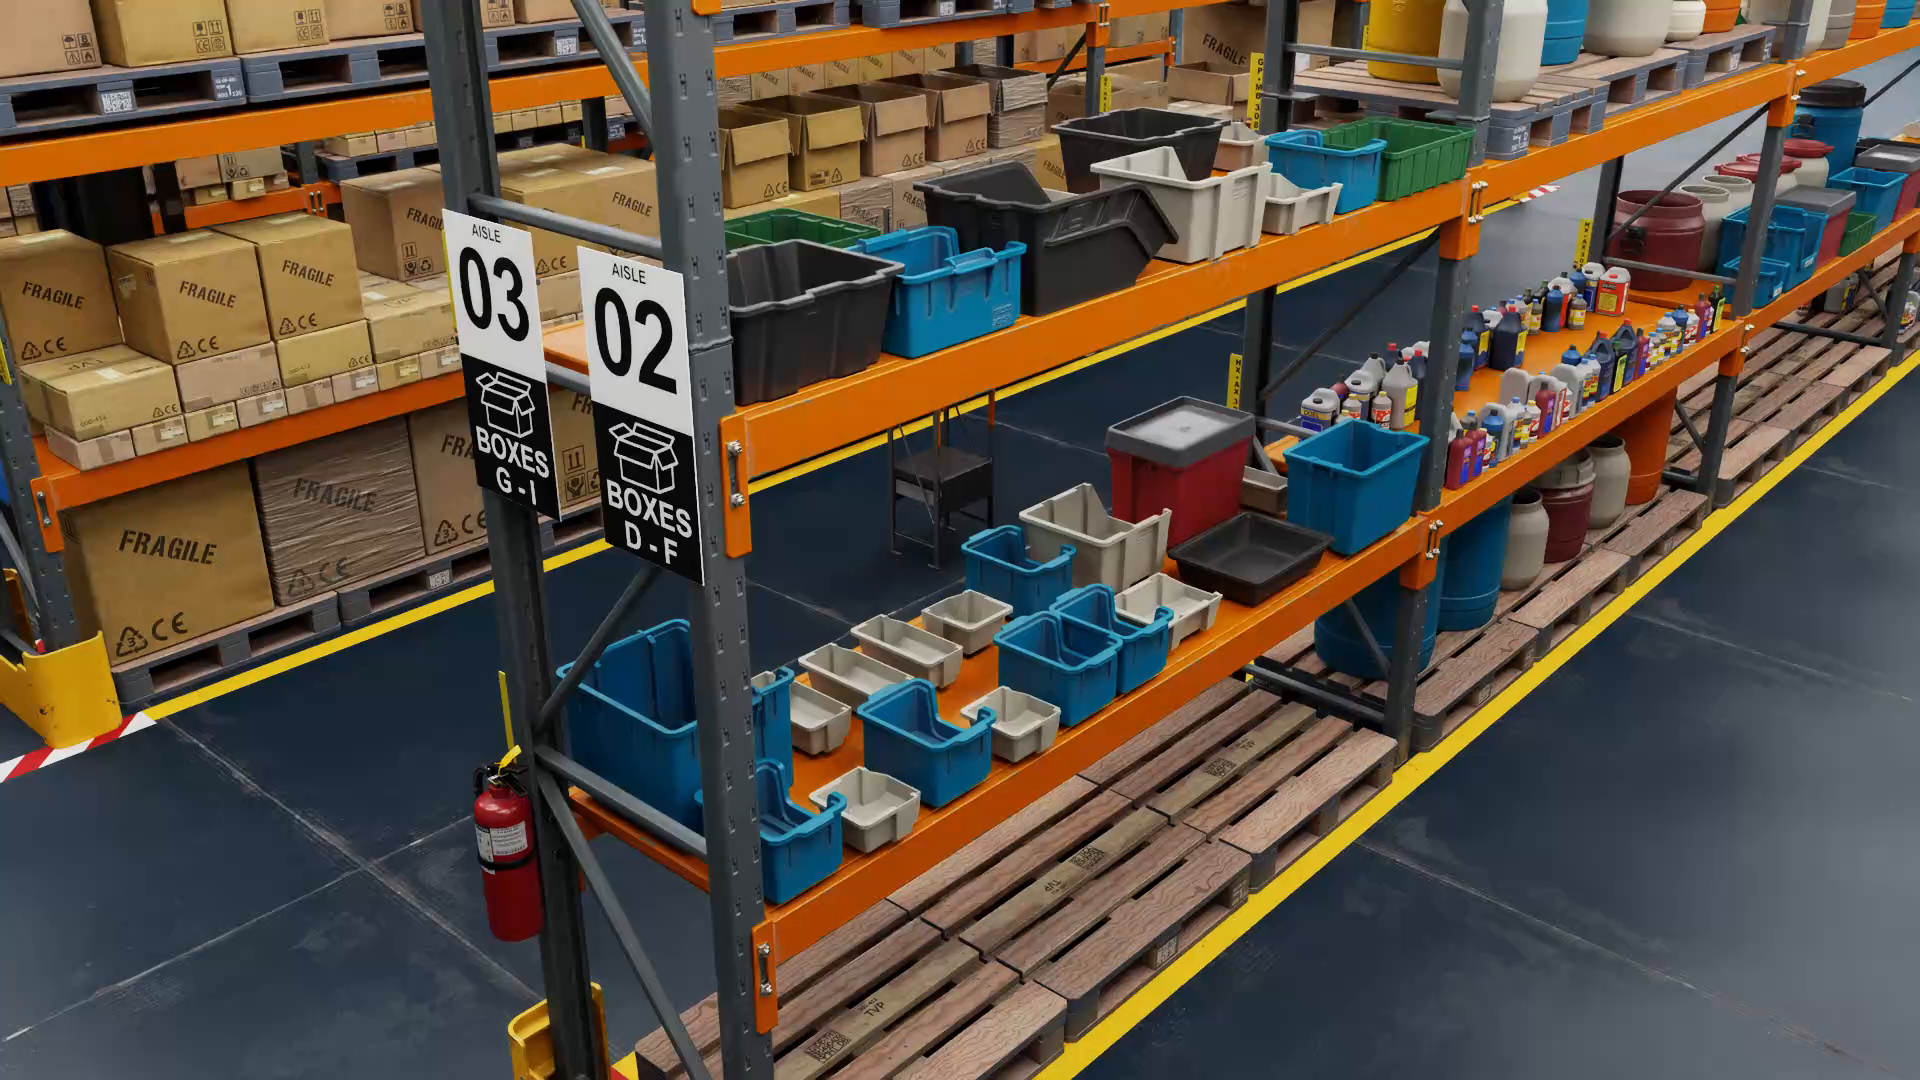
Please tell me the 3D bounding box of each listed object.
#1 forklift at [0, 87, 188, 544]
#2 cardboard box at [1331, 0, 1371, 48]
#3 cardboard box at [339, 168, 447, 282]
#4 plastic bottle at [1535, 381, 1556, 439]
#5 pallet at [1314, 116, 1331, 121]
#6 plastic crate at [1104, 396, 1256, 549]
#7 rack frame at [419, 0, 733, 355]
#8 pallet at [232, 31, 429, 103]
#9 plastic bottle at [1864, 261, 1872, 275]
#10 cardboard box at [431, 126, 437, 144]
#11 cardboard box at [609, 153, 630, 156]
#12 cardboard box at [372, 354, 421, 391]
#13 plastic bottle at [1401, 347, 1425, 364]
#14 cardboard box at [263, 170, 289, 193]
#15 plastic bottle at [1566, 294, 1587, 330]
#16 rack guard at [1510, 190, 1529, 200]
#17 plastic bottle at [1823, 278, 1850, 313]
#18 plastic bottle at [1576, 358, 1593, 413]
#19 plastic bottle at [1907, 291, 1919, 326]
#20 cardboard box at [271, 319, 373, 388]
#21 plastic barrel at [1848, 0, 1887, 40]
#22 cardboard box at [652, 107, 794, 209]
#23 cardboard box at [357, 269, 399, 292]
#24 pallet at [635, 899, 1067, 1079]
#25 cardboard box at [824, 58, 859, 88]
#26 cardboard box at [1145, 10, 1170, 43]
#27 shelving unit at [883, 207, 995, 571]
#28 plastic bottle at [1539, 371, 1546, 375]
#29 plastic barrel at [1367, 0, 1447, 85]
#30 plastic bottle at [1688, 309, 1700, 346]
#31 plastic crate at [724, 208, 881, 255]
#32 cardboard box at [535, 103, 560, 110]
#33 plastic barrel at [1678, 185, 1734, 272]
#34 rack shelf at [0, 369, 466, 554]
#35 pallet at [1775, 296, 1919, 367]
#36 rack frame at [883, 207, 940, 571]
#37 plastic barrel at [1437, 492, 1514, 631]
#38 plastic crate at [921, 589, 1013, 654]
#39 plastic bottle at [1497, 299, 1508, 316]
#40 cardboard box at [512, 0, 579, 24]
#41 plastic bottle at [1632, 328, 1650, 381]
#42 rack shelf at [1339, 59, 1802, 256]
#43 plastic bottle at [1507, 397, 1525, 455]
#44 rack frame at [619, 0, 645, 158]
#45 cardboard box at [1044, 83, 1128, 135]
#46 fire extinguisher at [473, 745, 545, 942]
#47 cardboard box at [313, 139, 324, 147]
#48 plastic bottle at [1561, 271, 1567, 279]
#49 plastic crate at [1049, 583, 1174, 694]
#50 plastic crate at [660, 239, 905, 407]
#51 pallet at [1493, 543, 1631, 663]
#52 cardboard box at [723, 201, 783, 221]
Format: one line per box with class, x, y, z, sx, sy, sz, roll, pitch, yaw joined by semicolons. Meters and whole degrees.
forklift;-4.997;-1.831;10.752;1.130;2.935;3.031;20;31;37
cardboard box;3.856;-4.931;15.873;0.500;0.500;0.500;20;31;38
cardboard box;-3.162;-1.814;9.533;0.500;0.500;0.500;19;30;36
plastic bottle;2.870;-0.649;8.173;0.061;0.283;0.133;20;31;38
pallet;2.747;-3.945;15.617;1.003;0.211;1.213;20;31;38
plastic crate;0.932;-0.289;7.077;0.402;0.464;0.583;20;31;38
rack frame;-0.955;-1.955;3.611;1.000;3.000;0.127;20;31;38
pallet;-3.341;-2.500;8.602;1.003;0.211;1.213;20;31;38
plastic bottle;8.213;-2.517;15.080;0.097;0.201;0.097;0;24;0
cardboard box;-4.475;-3.482;14.144;0.380;0.149;0.250;21;31;38
cardboard box;-3.570;-3.641;16.331;0.500;0.250;0.500;18;30;35
cardboard box;-3.135;-0.942;8.992;0.380;0.149;0.250;19;30;36
plastic bottle;2.318;-0.853;8.637;0.152;0.276;0.135;20;31;38
cardboard box;-5.616;-2.908;13.376;0.380;0.149;0.250;20;31;37
plastic bottle;3.652;-1.351;9.840;0.097;0.201;0.097;0;24;0
rack guard;5.985;-4.281;19.186;1.175;0.500;0.348;20;31;38
plastic bottle;7.377;-2.101;13.969;0.144;0.351;0.185;20;31;38
plastic bottle;3.178;-0.795;8.514;0.097;0.271;0.097;0;24;0
plastic bottle;7.789;-1.915;13.645;0.152;0.276;0.135;22;32;39
cardboard box;-3.442;-1.022;8.682;0.500;0.250;0.500;19;30;36
plastic barrel;5.531;-3.610;10.443;0.600;0.830;0.708;20;31;38
cardboard box;-1.553;-2.489;10.786;0.797;0.503;0.637;19;30;36
cardboard box;-3.494;-1.326;9.362;0.500;0.250;0.500;20;31;38
pallet;-0.375;1.814;5.945;1.003;0.211;1.213;20;31;38
cardboard box;-1.421;-4.961;17.527;0.500;0.500;0.500;20;31;37
cardboard box;2.195;-6.773;21.505;0.875;0.550;0.550;20;31;38
shelving unit;-0.110;-0.908;9.708;0.431;2.100;0.503;20;31;38
plastic bottle;2.975;-0.763;8.529;0.097;0.201;0.097;0;24;0
plastic barrel;2.173;-2.416;7.562;0.600;0.588;0.600;0;24;0
plastic bottle;4.188;-1.224;9.556;0.097;0.201;0.097;0;24;0
plastic crate;-0.509;-0.868;5.112;0.450;0.188;0.336;20;31;38
cardboard box;-3.780;-3.936;14.793;0.380;0.149;0.250;21;32;39
plastic barrel;4.912;-2.077;11.080;0.421;0.512;0.421;0;24;0
rack shelf;-3.308;-0.851;9.360;1.077;0.370;4.000;20;31;38
pallet;7.534;-1.794;13.994;1.003;0.211;1.213;20;31;38
rack frame;-0.273;-0.833;9.542;0.400;2.100;0.015;20;31;38
plastic barrel;2.563;-0.047;8.740;0.600;0.901;0.708;20;31;38
plastic crate;0.011;0.307;6.149;0.298;0.136;0.250;20;31;38
plastic bottle;3.050;-1.218;9.443;0.061;0.283;0.133;20;31;38
cardboard box;-2.451;-3.185;9.263;0.700;0.500;0.500;18;30;35
plastic bottle;3.670;-1.013;8.987;0.061;0.283;0.133;20;31;38
rack shelf;3.050;-2.086;8.448;1.077;0.370;4.000;20;31;38
plastic bottle;2.650;-0.554;7.976;0.097;0.271;0.097;0;24;0
rack frame;-2.930;-4.392;16.380;1.000;3.000;0.127;20;31;38
cardboard box;1.027;-3.420;13.575;0.500;0.500;0.500;16;29;31
fire extinguisher;-1.394;0.910;5.104;0.296;0.674;0.183;20;31;38
cardboard box;-5.482;-3.426;14.017;0.380;0.149;0.250;19;31;36
plastic bottle;3.602;-1.470;10.005;0.061;0.283;0.133;20;31;38
plastic crate;0.534;0.354;5.926;0.416;0.233;0.300;20;31;38
plastic crate;-0.490;-0.568;4.343;0.497;0.269;0.590;20;31;38
pallet;3.075;0.239;9.458;1.003;0.211;1.213;20;31;38
cardboard box;-1.480;-1.906;10.712;0.500;0.500;0.500;20;31;38
